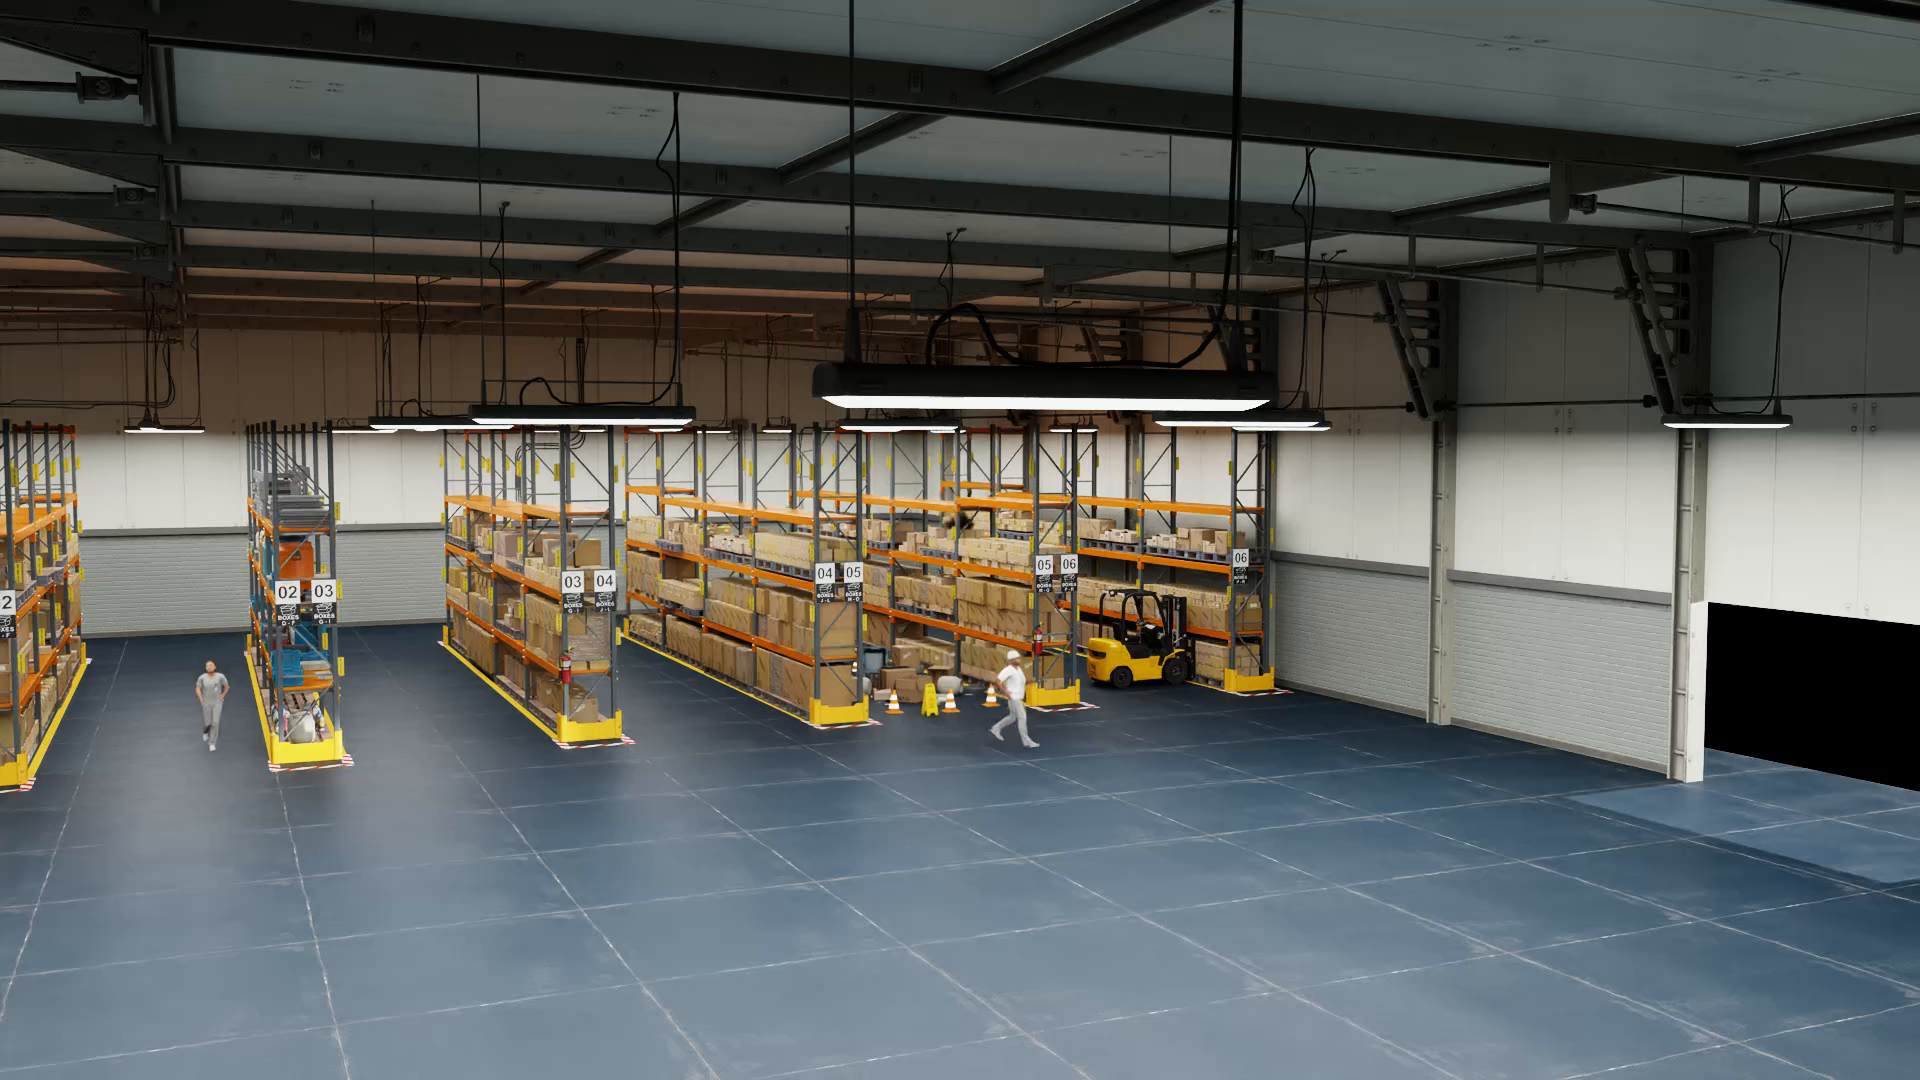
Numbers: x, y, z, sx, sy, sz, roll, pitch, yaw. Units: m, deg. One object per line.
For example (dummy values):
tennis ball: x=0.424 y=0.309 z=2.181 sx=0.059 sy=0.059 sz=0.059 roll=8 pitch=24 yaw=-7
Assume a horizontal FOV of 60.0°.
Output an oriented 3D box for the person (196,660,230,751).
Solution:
person: x=-13.708 y=3.007 z=30.529 sx=0.566 sy=1.645 sz=0.634 roll=-1 pitch=4 yaw=-22

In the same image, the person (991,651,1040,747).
person: x=1.007 y=2.902 z=30.574 sx=0.992 sy=1.745 sz=0.703 roll=1 pitch=4 yaw=19
